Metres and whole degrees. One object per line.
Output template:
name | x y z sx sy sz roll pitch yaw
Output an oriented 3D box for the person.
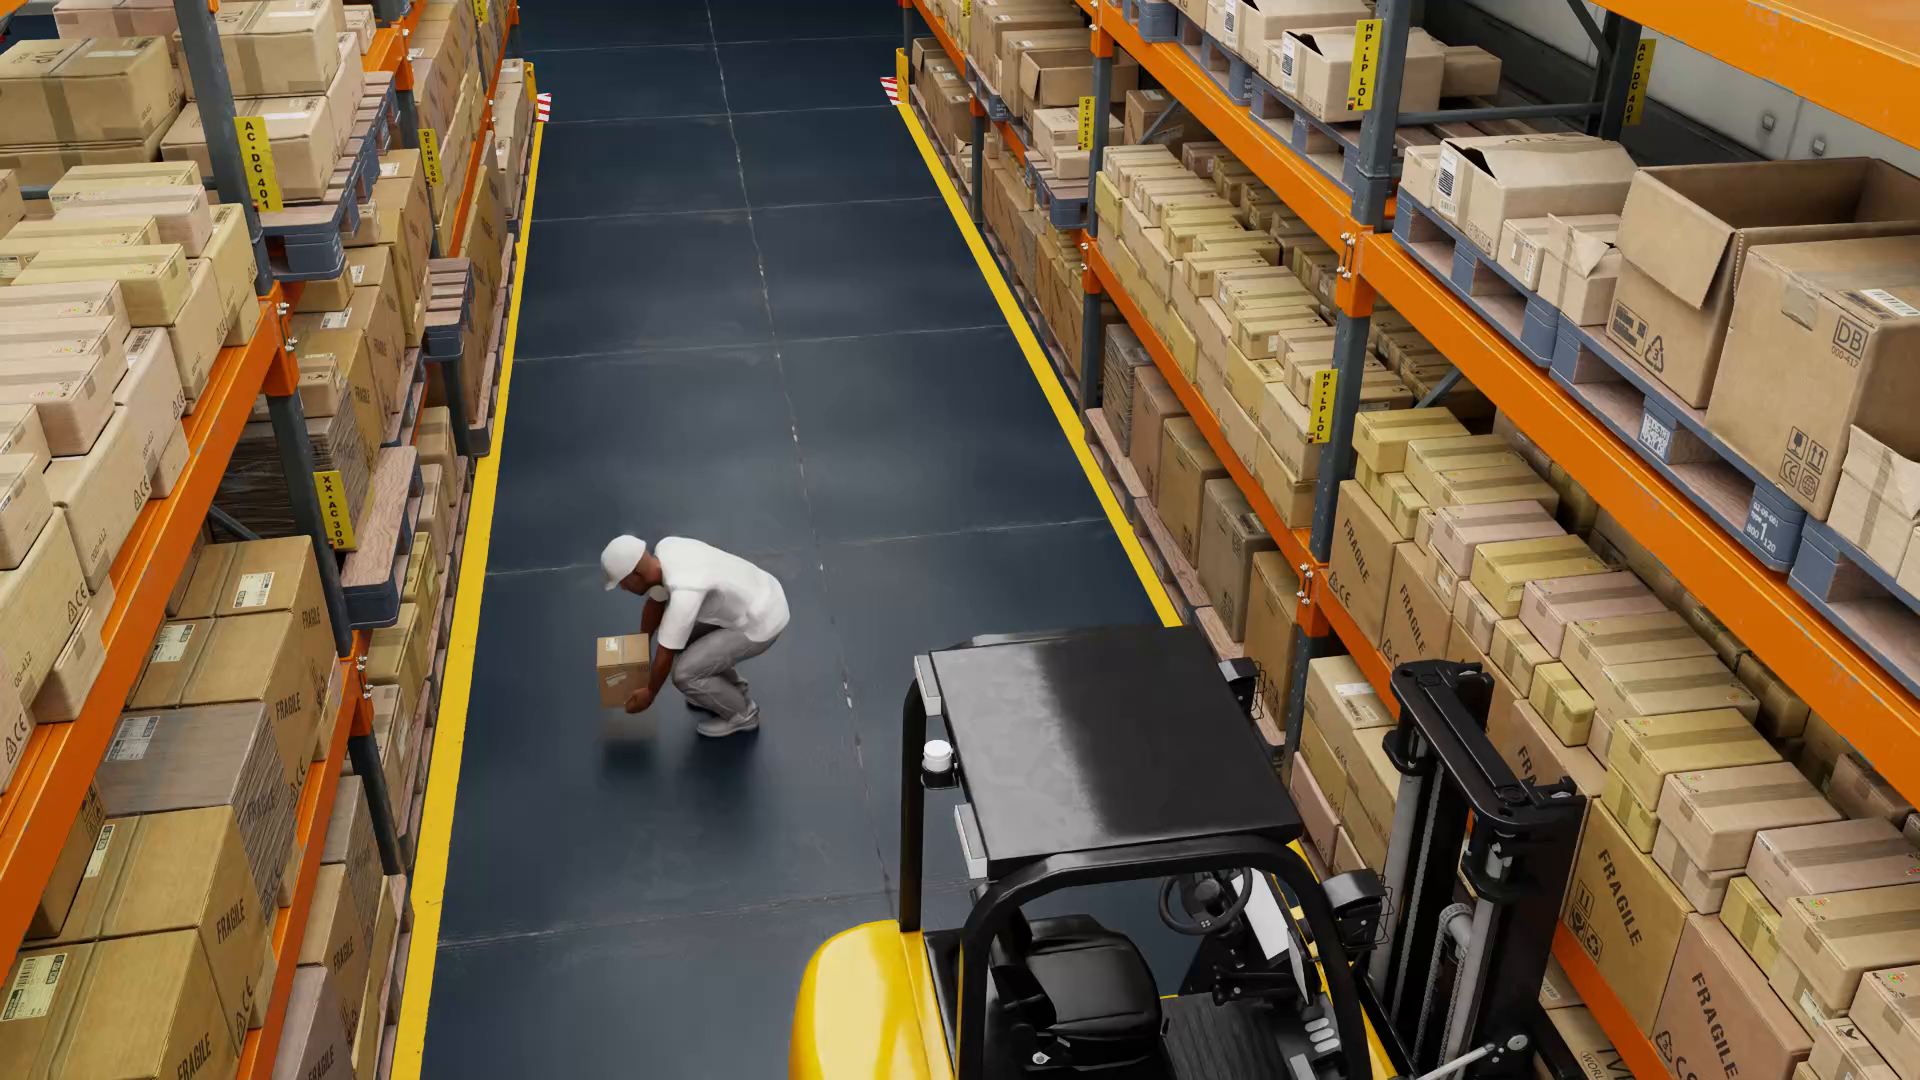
person | -1.252 0.432 8.032 0.860 1.109 0.603 -5 31 -9
